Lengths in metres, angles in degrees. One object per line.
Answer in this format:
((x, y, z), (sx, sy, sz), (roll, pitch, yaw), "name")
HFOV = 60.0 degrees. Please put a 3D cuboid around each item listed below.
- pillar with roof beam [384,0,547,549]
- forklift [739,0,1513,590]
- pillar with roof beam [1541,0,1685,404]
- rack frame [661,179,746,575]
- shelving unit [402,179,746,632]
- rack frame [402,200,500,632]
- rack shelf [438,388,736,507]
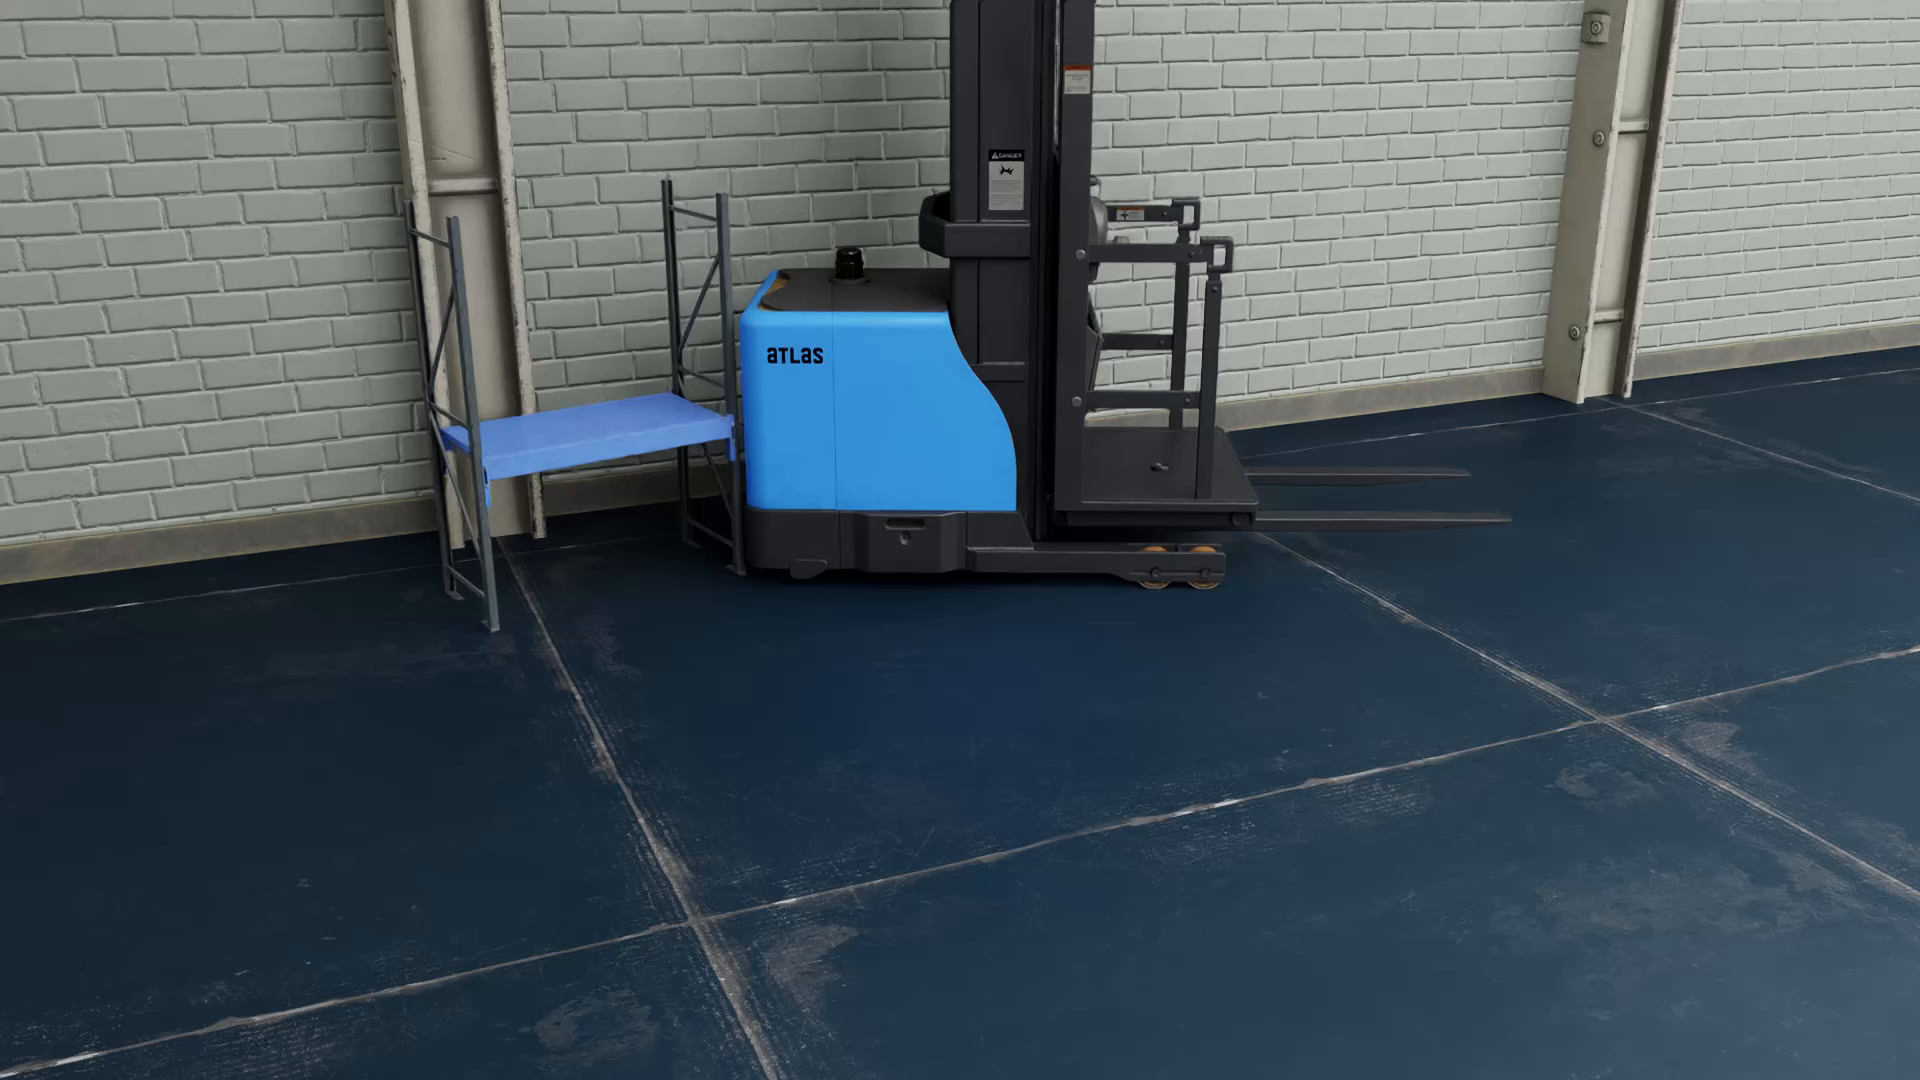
((-0.290, -2.966, 1.896), (0.400, 9.000, 9.100), (-8, 21, -22), "pillar with roof beam")
((0.677, -1.368, 6.493), (3.031, 2.935, 1.130), (0, 19, 1), "forklift")
((5.219, -3.755, 4.138), (0.400, 9.000, 9.100), (-8, 21, -22), "pillar with roof beam")
((-1.014, -0.638, 6.576), (0.032, 1.500, 0.500), (-13, 23, -33), "rack frame")
((-1.427, -0.539, 6.296), (1.048, 1.500, 0.538), (-13, 23, -33), "shelving unit")
((-1.840, -0.441, 6.016), (0.032, 1.500, 0.500), (-13, 23, -33), "rack frame")
((-1.427, -0.370, 6.356), (1.000, 0.185, 0.538), (-13, 23, -33), "rack shelf")
